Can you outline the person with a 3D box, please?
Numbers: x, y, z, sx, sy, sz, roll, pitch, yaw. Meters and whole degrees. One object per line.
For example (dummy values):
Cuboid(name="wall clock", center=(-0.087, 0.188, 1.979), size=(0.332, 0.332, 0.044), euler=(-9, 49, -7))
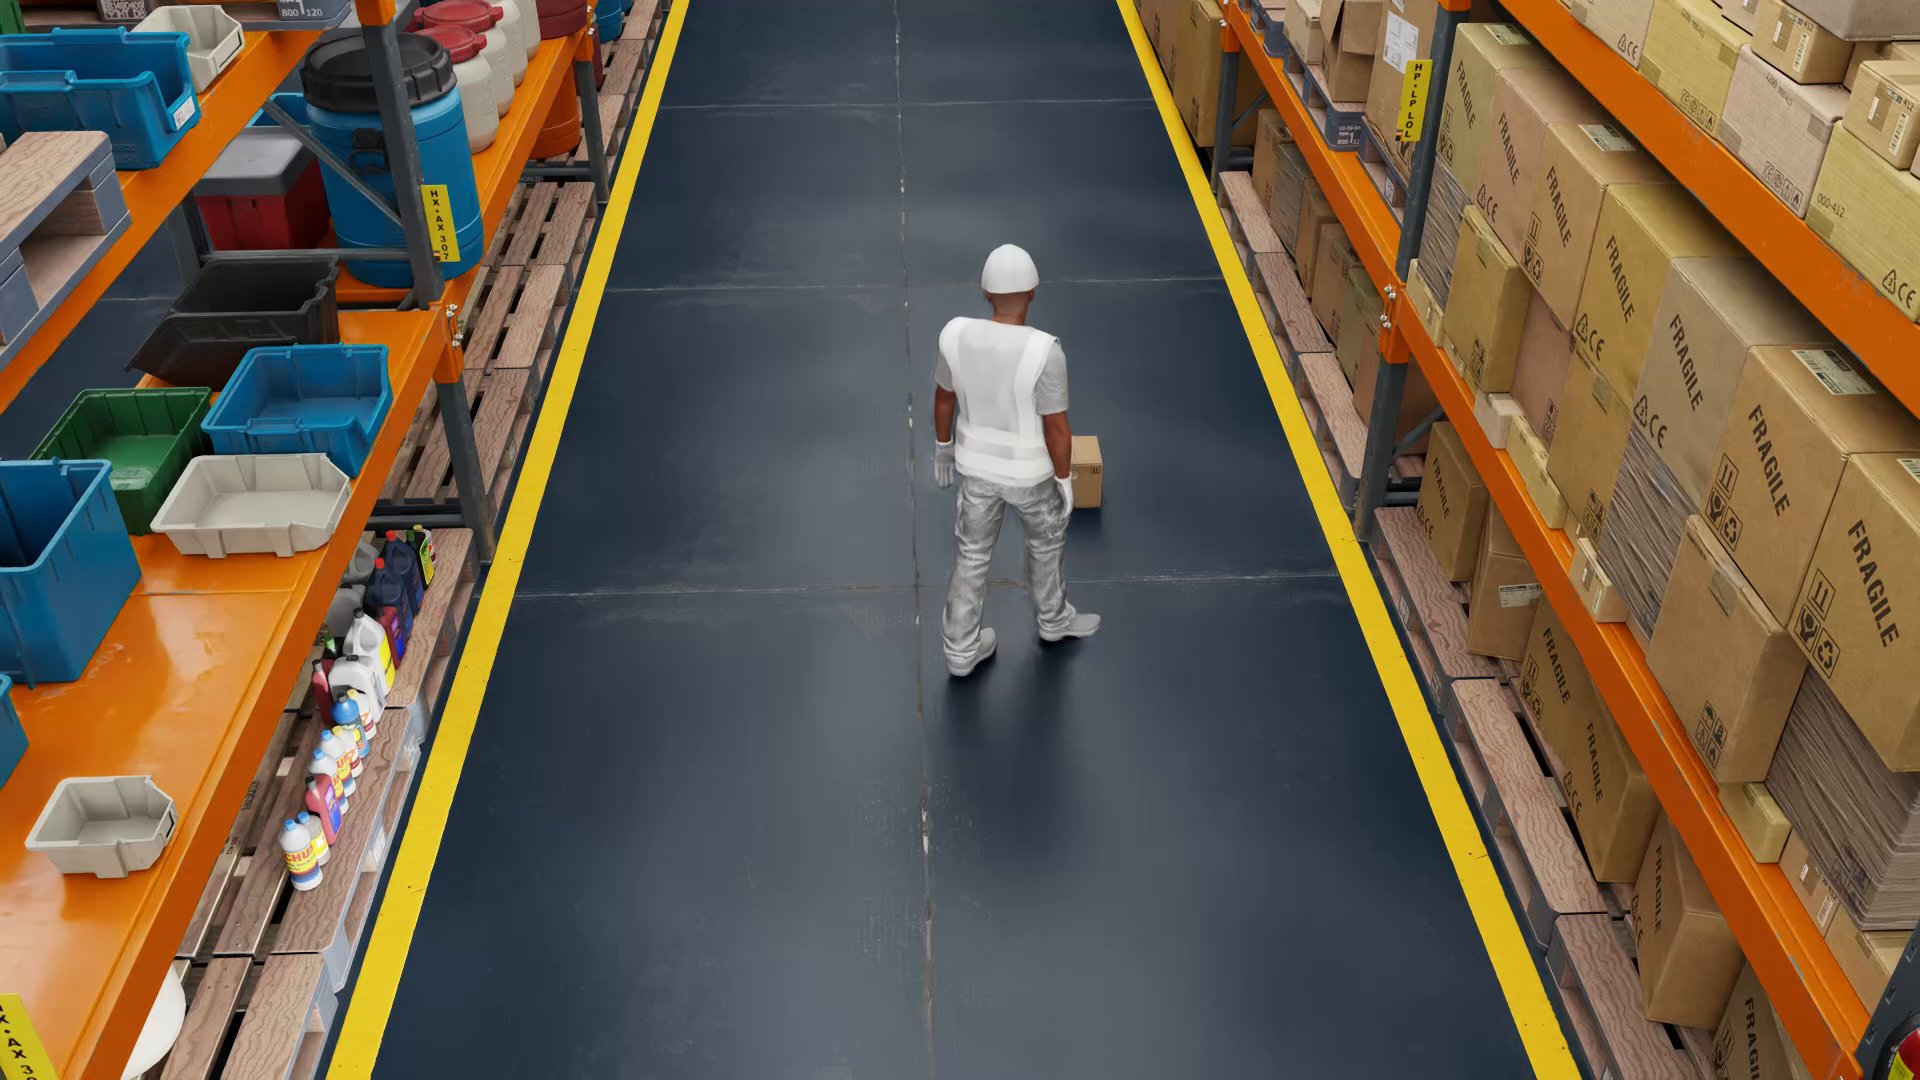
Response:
Cuboid(name="person", center=(0.187, -0.290, 6.556), size=(0.638, 1.797, 0.669), euler=(17, 38, 22))
